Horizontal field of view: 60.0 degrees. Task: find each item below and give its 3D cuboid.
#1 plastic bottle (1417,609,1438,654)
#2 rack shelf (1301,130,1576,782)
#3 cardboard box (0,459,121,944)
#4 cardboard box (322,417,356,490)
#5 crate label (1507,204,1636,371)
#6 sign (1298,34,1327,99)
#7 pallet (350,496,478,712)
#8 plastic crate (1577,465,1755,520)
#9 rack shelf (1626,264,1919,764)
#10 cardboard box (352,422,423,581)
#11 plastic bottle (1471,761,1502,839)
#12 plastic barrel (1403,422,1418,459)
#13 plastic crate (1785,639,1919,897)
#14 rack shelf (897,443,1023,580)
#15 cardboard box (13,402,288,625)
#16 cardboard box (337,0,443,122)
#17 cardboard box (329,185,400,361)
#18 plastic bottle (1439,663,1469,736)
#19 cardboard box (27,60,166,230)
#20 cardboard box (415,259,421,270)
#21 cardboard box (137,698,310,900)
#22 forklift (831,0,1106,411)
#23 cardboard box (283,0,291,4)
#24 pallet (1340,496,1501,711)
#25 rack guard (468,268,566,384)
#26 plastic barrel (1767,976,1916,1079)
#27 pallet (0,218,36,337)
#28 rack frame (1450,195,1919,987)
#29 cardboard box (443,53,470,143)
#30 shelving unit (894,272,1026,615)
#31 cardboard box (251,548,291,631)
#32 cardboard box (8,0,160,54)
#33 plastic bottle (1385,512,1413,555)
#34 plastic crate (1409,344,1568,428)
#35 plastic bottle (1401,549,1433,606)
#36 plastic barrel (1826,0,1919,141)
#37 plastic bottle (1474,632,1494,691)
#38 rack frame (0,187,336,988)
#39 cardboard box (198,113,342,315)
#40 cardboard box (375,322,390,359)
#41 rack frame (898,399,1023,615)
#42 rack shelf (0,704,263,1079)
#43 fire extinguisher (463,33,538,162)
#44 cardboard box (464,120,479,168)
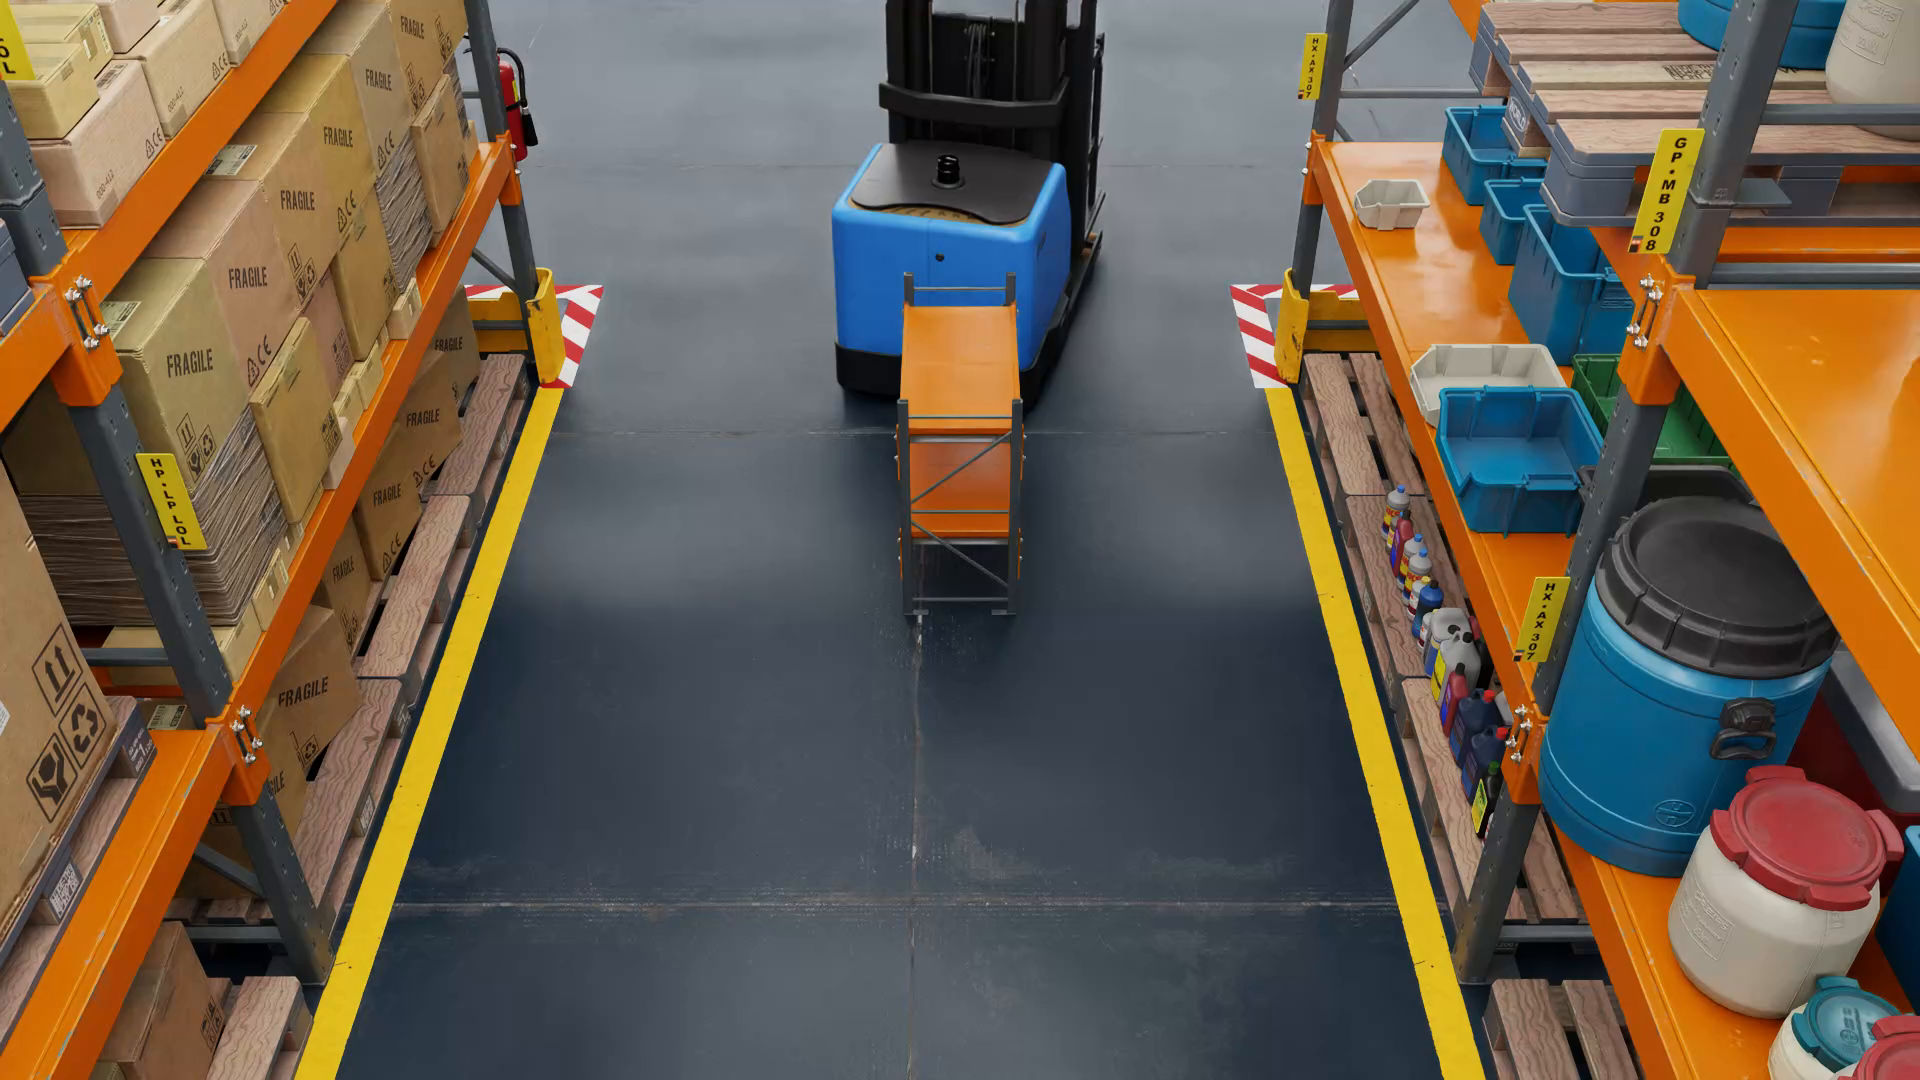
[{"bbox_3d":[1.927,0.369,6.777,0.097,0.201,0.097,0,39,0],"label":"plastic bottle"},{"bbox_3d":[2.238,-0.622,6.702,1.077,0.370,4.000,0,39,0],"label":"rack shelf"},{"bbox_3d":[-2.851,0.451,3.973,1.000,1.000,1.000,0,39,0],"label":"cardboard box"},{"bbox_3d":[-2.396,-0.310,5.939,0.380,0.149,0.250,0,39,0],"label":"cardboard box"},{"bbox_3d":[2.509,-1.016,6.591,0.502,0.435,0.616,0,39,0],"label":"crate label"},{"bbox_3d":[1.686,-2.263,7.954,0.100,0.325,0.005,0,39,0],"label":"sign"},{"bbox_3d":[-2.753,0.255,7.263,1.003,0.211,1.213,0,39,0],"label":"pallet"},{"bbox_3d":[2.367,0.045,5.345,0.767,0.338,0.504,0,39,0],"label":"plastic crate"},{"bbox_3d":[2.243,0.709,2.643,1.077,0.370,4.000,0,39,0],"label":"rack shelf"},{"bbox_3d":[-2.716,-0.182,7.242,0.500,0.500,0.500,3,39,4],"label":"cardboard box"},{"bbox_3d":[1.910,0.936,6.004,0.061,0.283,0.133,2,39,2],"label":"plastic bottle"},{"bbox_3d":[2.314,-0.621,7.780,0.421,0.512,0.421,0,39,0],"label":"plastic barrel"},{"bbox_3d":[2.547,0.626,4.519,0.402,0.464,0.583,0,39,0],"label":"plastic crate"},{"bbox_3d":[0.000,-0.244,7.546,0.538,0.278,1.000,0,39,0],"label":"rack shelf"},{"bbox_3d":[-2.651,-0.085,5.139,0.875,0.500,0.500,0,39,0],"label":"cardboard box"},{"bbox_3d":[-2.463,-2.038,6.778,0.500,0.500,0.500,0,39,0],"label":"cardboard box"},{"bbox_3d":[-2.677,-1.023,6.310,0.875,0.500,0.500,0,39,0],"label":"cardboard box"},{"bbox_3d":[1.910,0.612,6.408,0.061,0.283,0.133,2,39,3],"label":"plastic bottle"},{"bbox_3d":[-2.457,-1.042,4.373,0.500,0.250,0.500,-1,39,-2],"label":"cardboard box"},{"bbox_3d":[-2.515,-1.248,7.110,0.380,0.149,0.250,0,39,0],"label":"cardboard box"},{"bbox_3d":[-2.673,0.913,5.875,0.500,0.500,0.500,-1,39,-1],"label":"cardboard box"},{"bbox_3d":[0.214,-2.721,8.802,1.130,2.935,3.031,9,40,11],"label":"forklift"},{"bbox_3d":[-2.461,-2.013,5.585,0.500,0.250,0.500,-1,39,-1],"label":"cardboard box"},{"bbox_3d":[2.277,0.252,7.267,1.003,0.211,1.213,0,39,0],"label":"pallet"},{"bbox_3d":[-2.717,-1.127,8.756,1.175,0.500,0.348,0,39,0],"label":"rack guard"},{"bbox_3d":[2.089,1.230,3.927,0.301,0.262,0.301,0,39,0],"label":"plastic barrel"},{"bbox_3d":[-2.818,-0.359,3.551,1.213,0.211,1.003,0,39,0],"label":"pallet"},{"bbox_3d":[2.241,0.348,4.917,1.000,3.000,0.127,0,39,0],"label":"rack frame"},{"bbox_3d":[-2.744,-1.961,7.480,0.875,0.500,0.500,0,39,0],"label":"cardboard box"},{"bbox_3d":[0.000,-0.435,7.393,0.538,1.125,1.048,0,39,0],"label":"shelving unit"},{"bbox_3d":[-2.399,0.159,5.354,0.380,0.149,0.250,0,39,0],"label":"cardboard box"},{"bbox_3d":[-2.452,-1.456,4.571,0.380,0.149,0.250,0,39,0],"label":"cardboard box"},{"bbox_3d":[1.927,-0.034,7.280,0.097,0.201,0.097,0,39,0],"label":"plastic bottle"},{"bbox_3d":[1.985,-0.564,6.266,0.530,0.136,0.437,0,39,0],"label":"plastic crate"},{"bbox_3d":[1.927,0.151,6.993,0.097,0.271,0.097,0,39,0],"label":"plastic bottle"},{"bbox_3d":[2.437,-1.299,4.149,0.421,0.512,0.421,0,39,0],"label":"plastic barrel"},{"bbox_3d":[2.054,0.496,6.553,0.061,0.283,0.133,0,39,0],"label":"plastic bottle"},{"bbox_3d":[-2.712,0.352,4.912,1.000,3.000,0.127,0,39,0],"label":"rack frame"},{"bbox_3d":[-2.461,-1.100,5.607,0.500,0.500,0.500,0,39,0],"label":"cardboard box"},{"bbox_3d":[-2.473,-0.779,6.524,0.380,0.149,0.250,0,39,0],"label":"cardboard box"},{"bbox_3d":[0.001,-0.117,6.996,0.500,1.125,0.032,0,39,0],"label":"rack frame"},{"bbox_3d":[-2.710,1.883,3.577,1.077,0.370,4.000,0,39,0],"label":"rack shelf"},{"bbox_3d":[-2.256,-2.191,8.148,0.296,0.674,0.183,0,39,0],"label":"fire extinguisher"},{"bbox_3d":[-2.510,-1.873,7.890,0.380,0.149,0.250,0,39,0],"label":"cardboard box"}]
